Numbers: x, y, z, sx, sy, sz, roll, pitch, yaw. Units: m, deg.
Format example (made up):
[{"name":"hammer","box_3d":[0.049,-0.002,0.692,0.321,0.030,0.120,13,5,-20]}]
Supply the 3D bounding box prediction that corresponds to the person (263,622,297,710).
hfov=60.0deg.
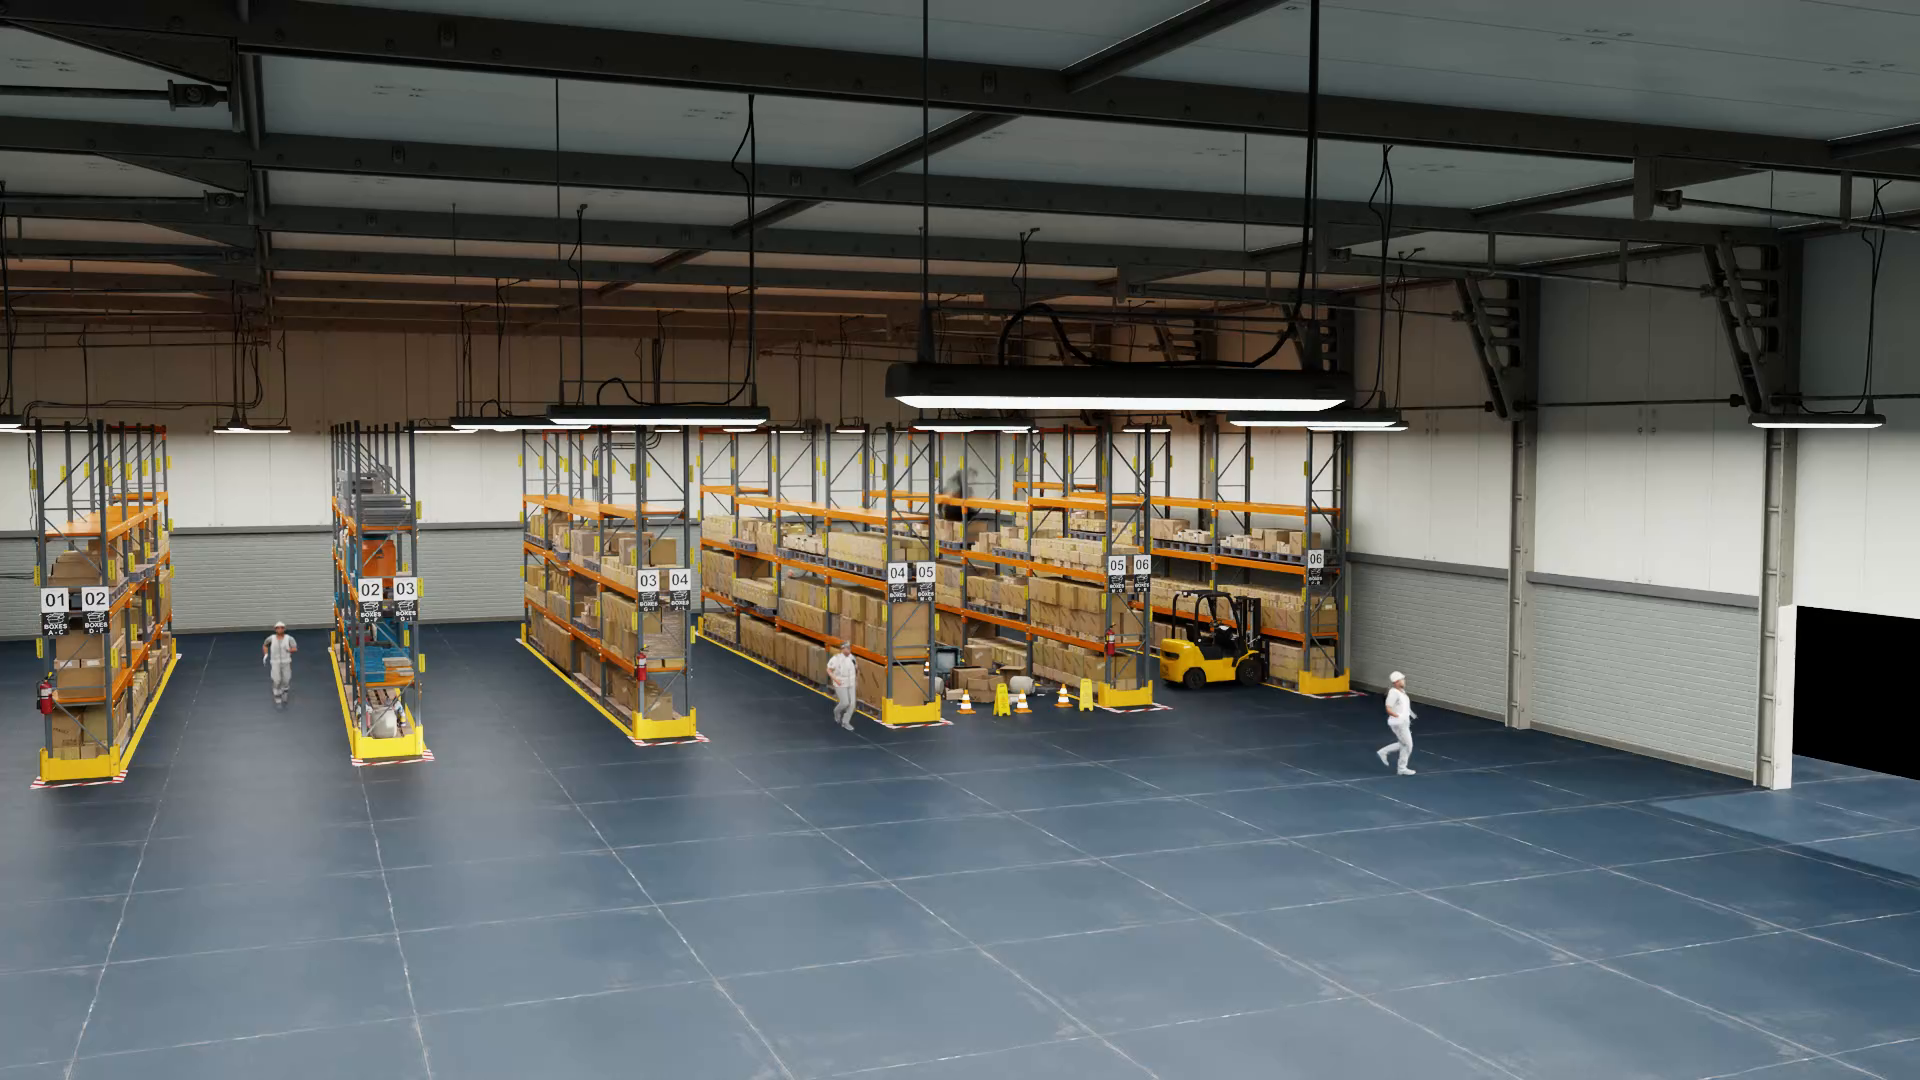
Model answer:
[{"name":"person","box_3d":[-14.283,2.611,34.971,0.659,1.787,0.980,-2,4,-26]}]

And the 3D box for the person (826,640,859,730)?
[{"name":"person","box_3d":[-2.256,2.831,32.560,0.695,1.748,0.549,-2,4,-34]}]

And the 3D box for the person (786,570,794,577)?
[{"name":"person","box_3d":[-5.206,1.734,50.430,0.573,1.677,0.660,-2,4,-23]}]

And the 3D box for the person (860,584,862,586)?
[{"name":"person","box_3d":[-2.995,1.702,51.421,0.563,1.613,0.689,0,4,8]}]

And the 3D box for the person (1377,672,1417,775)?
[{"name":"person","box_3d":[7.387,3.096,28.140,0.675,1.735,0.685,2,4,26]}]
